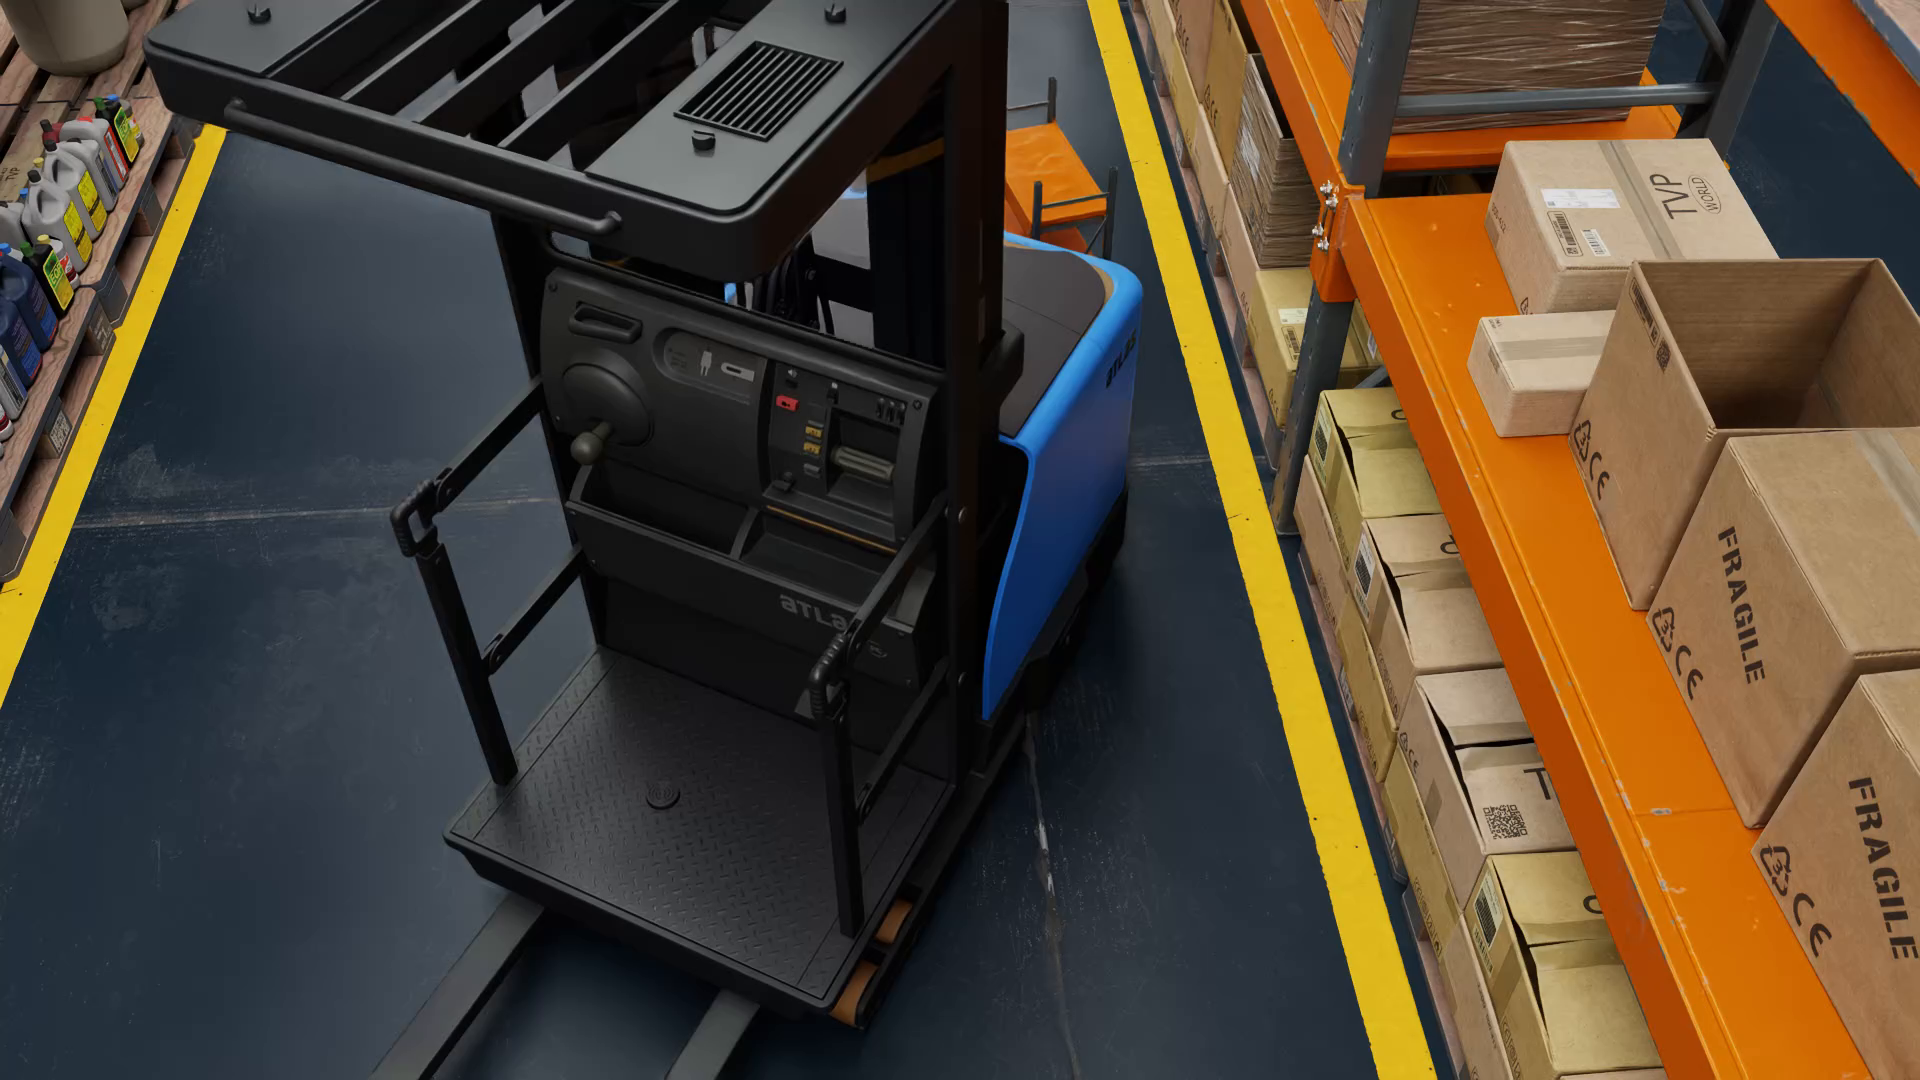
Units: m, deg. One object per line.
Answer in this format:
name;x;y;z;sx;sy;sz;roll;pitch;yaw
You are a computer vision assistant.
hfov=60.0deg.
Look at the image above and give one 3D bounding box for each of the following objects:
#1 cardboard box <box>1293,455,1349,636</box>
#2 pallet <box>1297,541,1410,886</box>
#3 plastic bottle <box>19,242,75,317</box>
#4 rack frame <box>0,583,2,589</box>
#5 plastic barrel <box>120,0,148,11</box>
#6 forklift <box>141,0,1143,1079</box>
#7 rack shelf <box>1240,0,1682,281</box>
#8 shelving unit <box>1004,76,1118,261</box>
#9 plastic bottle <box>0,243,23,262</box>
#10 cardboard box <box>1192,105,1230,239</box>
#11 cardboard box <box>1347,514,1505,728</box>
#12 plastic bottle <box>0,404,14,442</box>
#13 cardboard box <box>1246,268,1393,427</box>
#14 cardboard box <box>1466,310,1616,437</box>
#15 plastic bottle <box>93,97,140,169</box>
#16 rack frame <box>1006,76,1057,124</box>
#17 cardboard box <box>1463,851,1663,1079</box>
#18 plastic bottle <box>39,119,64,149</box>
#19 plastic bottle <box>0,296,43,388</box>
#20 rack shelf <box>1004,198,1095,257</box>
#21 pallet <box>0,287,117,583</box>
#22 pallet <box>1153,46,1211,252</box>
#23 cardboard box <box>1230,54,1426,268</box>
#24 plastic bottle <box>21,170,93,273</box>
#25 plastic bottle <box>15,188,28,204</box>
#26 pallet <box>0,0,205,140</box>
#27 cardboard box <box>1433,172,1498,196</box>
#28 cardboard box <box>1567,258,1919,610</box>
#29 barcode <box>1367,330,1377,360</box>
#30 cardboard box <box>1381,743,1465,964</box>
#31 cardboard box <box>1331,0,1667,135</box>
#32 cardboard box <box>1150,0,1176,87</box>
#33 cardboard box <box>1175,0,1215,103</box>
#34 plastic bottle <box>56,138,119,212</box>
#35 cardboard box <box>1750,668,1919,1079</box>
cardboard box;1.282;-0.006;4.795;0.500;0.250;0.500;-5;47;-4
pallet;1.596;0.375;4.749;1.003;0.211;1.213;-3;47;-3
plastic bottle;-3.083;-0.901;5.605;0.061;0.283;0.133;-2;47;-2
rack frame;-3.441;-0.816;3.957;1.000;3.000;0.127;-3;47;-3
plastic barrel;-3.645;-2.527;7.002;0.421;0.512;0.421;0;47;0
forklift;-0.584;-0.182;3.404;1.130;2.935;3.031;19;49;17
rack shelf;1.328;-2.314;5.871;1.077;0.370;4.000;-3;47;-3
shelving unit;0.243;-0.752;5.136;0.258;1.200;0.503;-13;48;-12
plastic bottle;-3.161;-0.879;5.593;0.097;0.271;0.097;0;47;0
cardboard box;1.150;-1.359;6.075;0.500;0.250;0.500;-3;47;-3
cardboard box;1.318;0.171;4.241;0.500;0.311;0.500;-4;47;-4
plastic bottle;-3.048;-0.409;5.196;0.097;0.201;0.097;0;47;0
cardboard box;1.239;-0.635;5.390;0.500;0.250;0.500;-3;47;-3
cardboard box;1.366;-0.374;3.712;0.380;0.149;0.250;-3;47;-3
plastic bottle;-3.157;-1.542;6.212;0.061;0.283;0.133;-2;47;-2
rack frame;0.169;-0.920;5.295;0.240;1.200;0.015;-13;48;-12
cardboard box;1.411;0.920;3.531;0.500;0.311;0.500;-2;47;-2
plastic bottle;-3.298;-1.434;6.110;0.061;0.283;0.133;-3;47;-3
plastic bottle;-3.095;-0.666;5.336;0.144;0.351;0.185;-2;47;-2
rack shelf;0.243;-0.859;5.022;0.258;0.148;0.480;-13;48;-12
pallet;-3.456;-0.345;5.432;1.003;0.211;1.213;-3;47;-3
pallet;1.365;-1.618;6.637;1.003;0.211;1.213;-3;47;-3
cardboard box;1.208;-1.256;5.461;0.500;0.500;0.500;-3;47;-3
plastic bottle;-3.147;-1.110;5.756;0.144;0.351;0.185;-4;47;-4
plastic bottle;-3.279;-1.154;5.901;0.097;0.201;0.097;0;47;0
pallet;-3.660;-2.111;7.104;1.003;0.211;1.213;-3;47;-3
cardboard box;1.768;-0.926;5.149;0.500;0.500;0.500;-3;47;-3
cardboard box;1.587;-0.211;3.315;0.500;0.500;0.500;0;47;0
barcode;1.102;-0.526;4.440;0.001;0.075;0.075;-3;47;-3
cardboard box;1.370;0.738;4.089;0.500;0.250;0.500;-5;47;-5
cardboard box;1.452;-1.469;4.507;0.700;0.500;0.500;-5;47;-4
cardboard box;1.070;-2.082;6.761;0.500;0.250;0.500;-3;47;-3
cardboard box;1.106;-1.978;6.146;0.500;0.500;0.500;-3;47;-3
plastic bottle;-3.180;-1.338;6.024;0.152;0.276;0.135;-5;47;-4
cardboard box;1.673;0.532;2.611;0.500;0.500;0.500;-6;47;-5
